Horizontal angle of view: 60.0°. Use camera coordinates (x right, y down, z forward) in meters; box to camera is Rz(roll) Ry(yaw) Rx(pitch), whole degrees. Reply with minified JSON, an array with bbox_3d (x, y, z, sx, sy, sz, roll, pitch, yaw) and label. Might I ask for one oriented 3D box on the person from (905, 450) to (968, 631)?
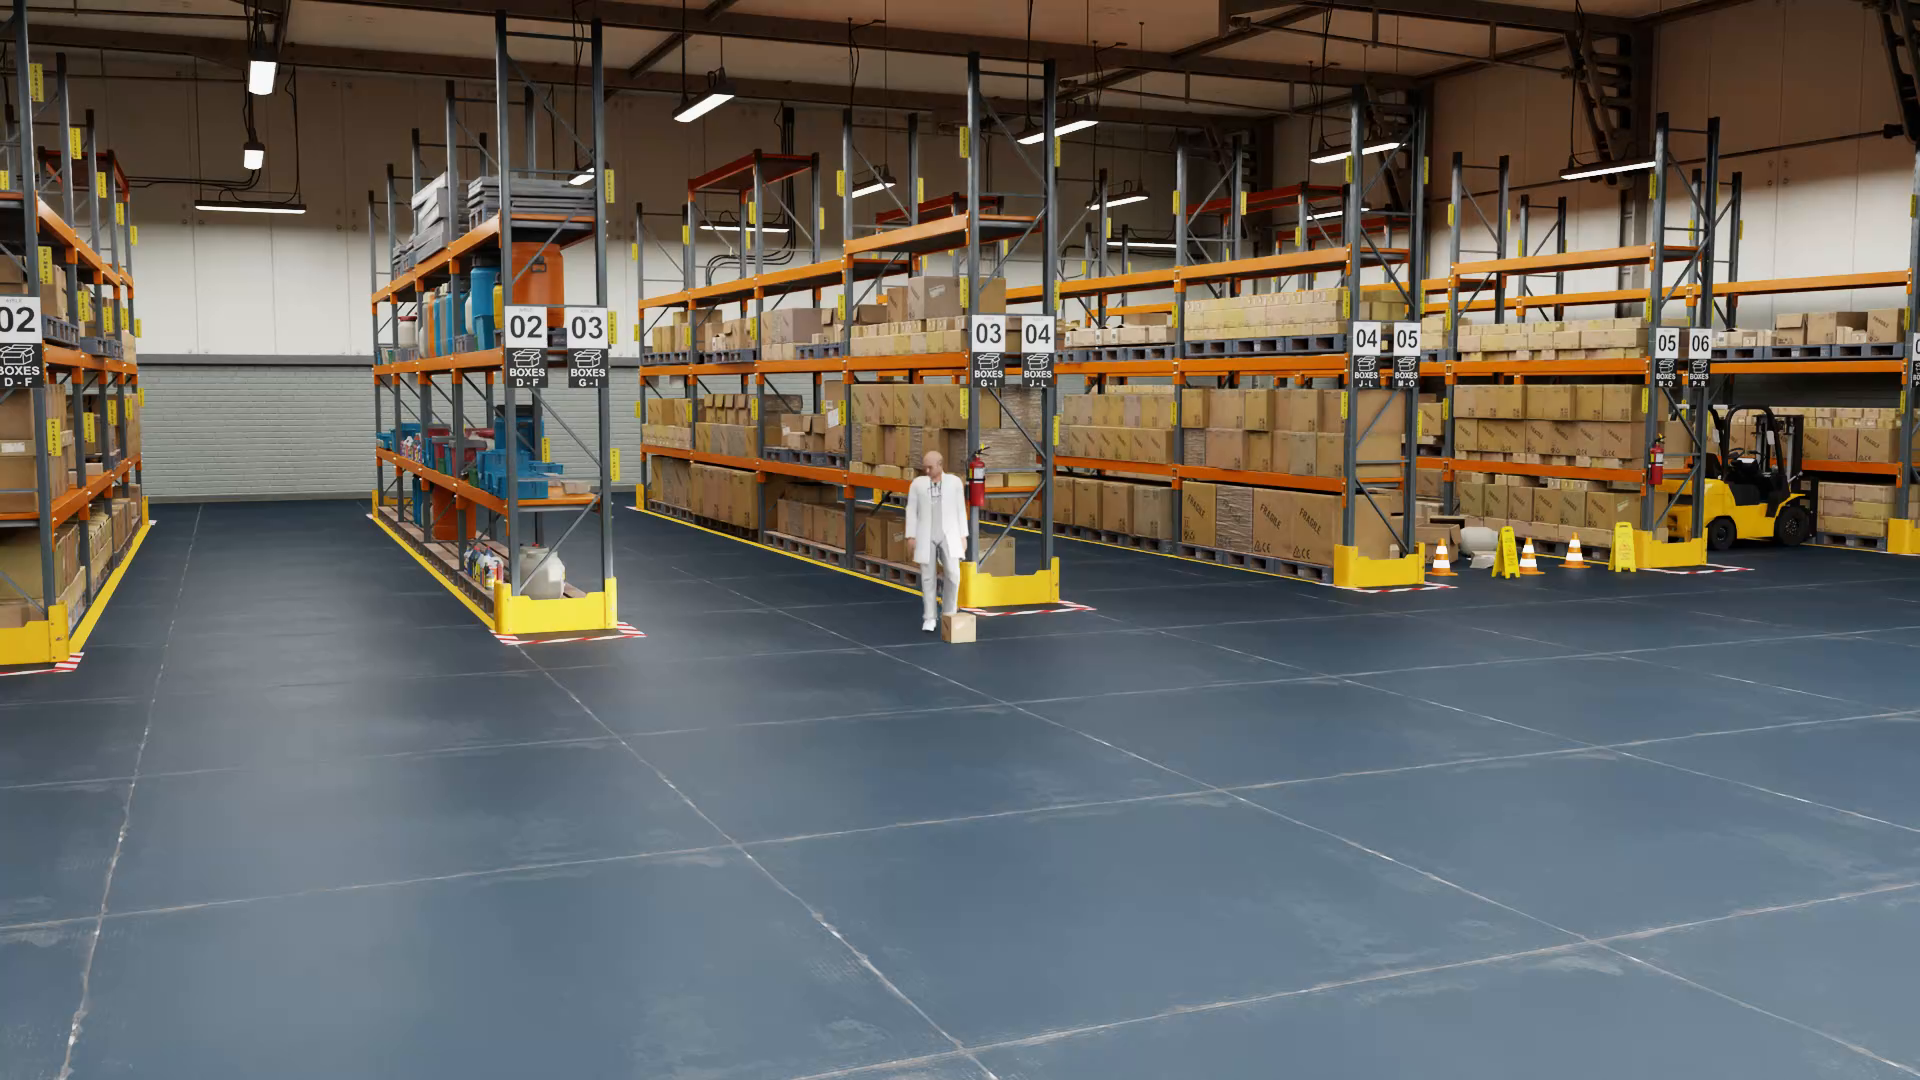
[{"bbox_3d":[-0.233,0.043,16.378,0.621,1.848,0.428,0,5,2],"label":"person"}]
